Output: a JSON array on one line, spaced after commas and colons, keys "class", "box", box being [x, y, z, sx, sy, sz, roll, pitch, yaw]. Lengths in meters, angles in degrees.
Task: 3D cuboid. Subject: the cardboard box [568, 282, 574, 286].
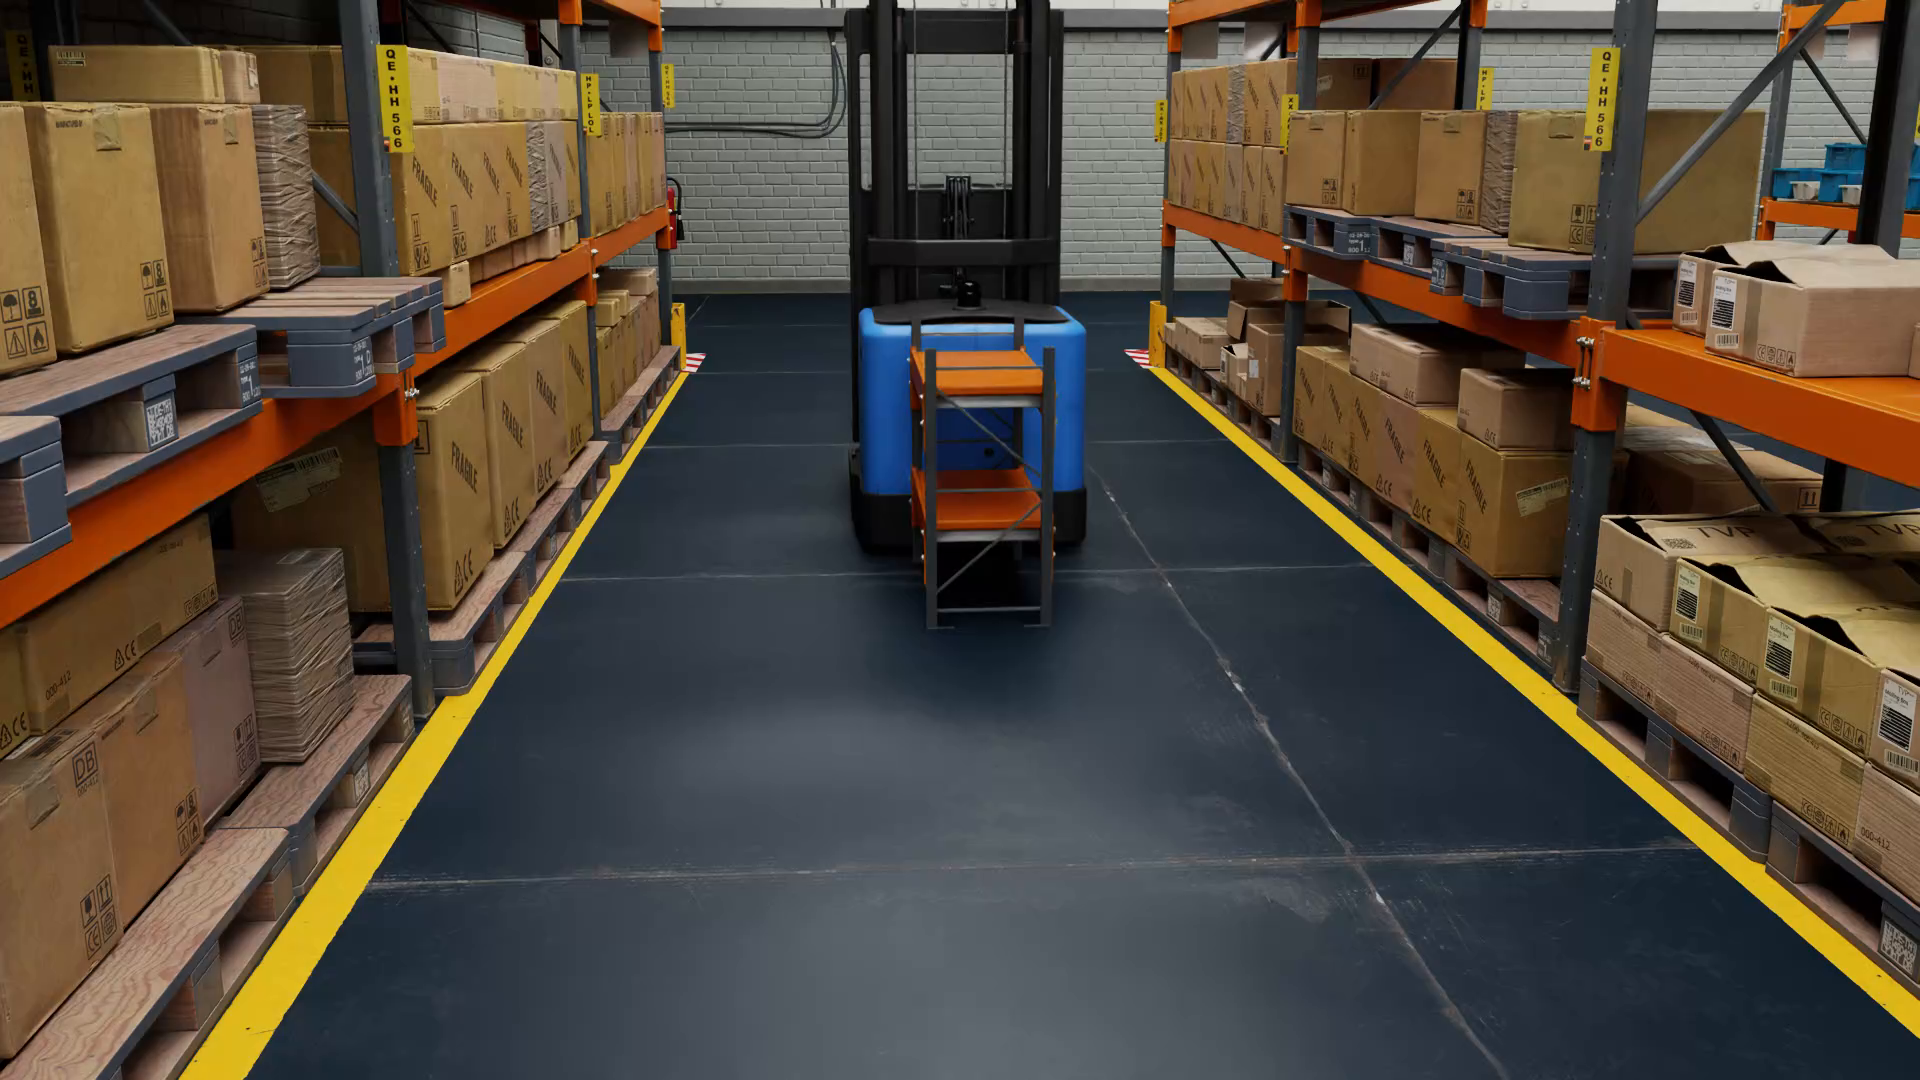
[{"class": "cardboard box", "box": [-2.788, -1.682, 11.417, 0.380, 0.149, 0.250, -1, 14, -3]}]

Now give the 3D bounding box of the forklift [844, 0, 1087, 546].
[{"class": "forklift", "box": [-0.046, -1.707, 8.780, 1.130, 2.935, 3.031, -1, 14, -4]}]

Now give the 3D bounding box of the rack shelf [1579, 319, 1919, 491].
[{"class": "rack shelf", "box": [2.759, -0.077, 3.750, 1.077, 0.370, 4.000, -1, 14, -3]}]

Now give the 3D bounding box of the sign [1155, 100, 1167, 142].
[{"class": "sign", "box": [1.598, -3.323, 13.186, 0.100, 0.325, 0.005, -1, 14, -3]}]

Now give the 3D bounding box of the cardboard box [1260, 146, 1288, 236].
[{"class": "cardboard box", "box": [2.100, -2.087, 9.915, 0.500, 0.500, 0.500, -1, 14, -3]}]

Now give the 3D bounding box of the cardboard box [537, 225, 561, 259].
[{"class": "cardboard box", "box": [-2.168, -1.456, 8.131, 0.380, 0.149, 0.250, -1, 14, -3]}]

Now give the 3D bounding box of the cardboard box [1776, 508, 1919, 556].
[{"class": "cardboard box", "box": [2.913, 0.060, 5.323, 0.500, 0.311, 0.500, -1, 14, -2]}]

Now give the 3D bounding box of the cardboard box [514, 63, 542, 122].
[{"class": "cardboard box", "box": [-2.219, -2.039, 7.590, 0.500, 0.250, 0.500, -1, 14, -2]}]

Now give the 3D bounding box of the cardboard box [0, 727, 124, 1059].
[{"class": "cardboard box", "box": [-2.197, 0.709, 3.386, 0.700, 0.500, 0.500, -1, 14, -3]}]

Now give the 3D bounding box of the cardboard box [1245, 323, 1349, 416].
[{"class": "cardboard box", "box": [2.069, -1.058, 10.250, 0.500, 0.500, 0.500, -1, 14, -3]}]

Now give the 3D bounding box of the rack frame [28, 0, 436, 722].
[{"class": "rack frame", "box": [-2.309, -0.846, 5.293, 1.000, 3.000, 0.127, -1, 14, -3]}]

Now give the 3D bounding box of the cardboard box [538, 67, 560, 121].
[{"class": "cardboard box", "box": [-2.251, -2.166, 8.083, 0.500, 0.250, 0.500, -1, 14, -2]}]

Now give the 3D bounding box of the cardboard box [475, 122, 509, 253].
[{"class": "cardboard box", "box": [-2.137, -1.426, 6.712, 0.500, 0.500, 0.500, -1, 14, -4]}]

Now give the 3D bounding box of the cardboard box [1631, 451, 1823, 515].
[{"class": "cardboard box", "box": [2.892, -0.043, 6.307, 0.500, 0.500, 0.500, 0, 14, -1]}]

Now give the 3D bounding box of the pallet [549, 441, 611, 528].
[{"class": "pallet", "box": [-2.434, -0.299, 8.765, 1.003, 0.211, 1.213, -1, 14, -3]}]

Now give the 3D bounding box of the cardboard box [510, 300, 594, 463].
[{"class": "cardboard box", "box": [-2.387, -0.843, 8.754, 0.750, 0.750, 0.750, -1, 14, -3]}]

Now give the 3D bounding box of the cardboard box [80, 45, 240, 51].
[{"class": "cardboard box", "box": [-2.596, -1.520, 5.570, 0.500, 0.250, 0.500, 0, 14, -2]}]

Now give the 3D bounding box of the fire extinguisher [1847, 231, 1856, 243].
[{"class": "fire extinguisher", "box": [7.528, -2.815, 13.849, 0.296, 0.674, 0.183, -1, 14, -3]}]

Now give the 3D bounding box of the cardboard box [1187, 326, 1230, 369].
[{"class": "cardboard box", "box": [1.952, -1.406, 12.105, 0.500, 0.250, 0.500, -1, 14, -3]}]

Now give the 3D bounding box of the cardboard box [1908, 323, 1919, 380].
[{"class": "cardboard box", "box": [2.770, -0.485, 4.396, 0.380, 0.149, 0.250, 0, 14, 1]}]

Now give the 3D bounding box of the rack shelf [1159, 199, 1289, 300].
[{"class": "rack shelf", "box": [2.263, -2.067, 11.483, 1.077, 0.370, 4.000, -1, 14, -3]}]

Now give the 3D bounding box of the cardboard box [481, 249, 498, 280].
[{"class": "cardboard box", "box": [-2.204, -1.200, 7.136, 0.380, 0.149, 0.250, -1, 14, -3]}]

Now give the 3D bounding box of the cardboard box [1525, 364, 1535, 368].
[{"class": "cardboard box", "box": [2.726, -0.679, 8.779, 0.500, 0.500, 0.500, -1, 14, -3]}]

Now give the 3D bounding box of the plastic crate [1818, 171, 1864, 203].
[{"class": "plastic crate", "box": [6.811, -2.706, 12.739, 0.416, 0.233, 0.300, -1, 14, -3]}]

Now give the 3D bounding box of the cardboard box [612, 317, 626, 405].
[{"class": "cardboard box", "box": [-2.529, -1.146, 10.633, 0.700, 0.500, 0.500, -1, 14, -4]}]

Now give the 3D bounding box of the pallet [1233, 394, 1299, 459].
[{"class": "pallet", "box": [2.346, -0.738, 10.471, 1.003, 0.211, 1.213, -1, 14, -3]}]

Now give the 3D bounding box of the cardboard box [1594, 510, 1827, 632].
[{"class": "cardboard box", "box": [2.374, 0.069, 5.290, 0.500, 0.311, 0.500, 0, 14, -2]}]

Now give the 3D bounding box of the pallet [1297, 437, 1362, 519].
[{"class": "pallet", "box": [2.475, -0.365, 9.024, 1.003, 0.211, 1.213, -1, 14, -3]}]

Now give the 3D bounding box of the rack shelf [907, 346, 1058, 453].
[{"class": "rack shelf", "box": [0.075, -0.602, 6.934, 0.538, 0.278, 1.000, -1, 14, -4]}]

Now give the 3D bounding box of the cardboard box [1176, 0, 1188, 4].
[{"class": "cardboard box", "box": [1.917, -4.161, 12.460, 0.500, 0.250, 0.500, -1, 14, -3]}]

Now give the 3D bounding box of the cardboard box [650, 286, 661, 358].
[{"class": "cardboard box", "box": [-2.661, -1.655, 12.614, 0.700, 0.500, 0.500, -1, 14, -3]}]

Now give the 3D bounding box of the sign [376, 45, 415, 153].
[{"class": "sign", "box": [-1.768, -1.379, 5.200, 0.100, 0.325, 0.005, -1, 14, -3]}]

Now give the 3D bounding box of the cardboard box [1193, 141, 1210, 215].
[{"class": "cardboard box", "box": [1.969, -2.593, 11.886, 0.500, 0.500, 0.500, -1, 14, -4]}]

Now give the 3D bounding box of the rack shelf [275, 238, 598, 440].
[{"class": "rack shelf", "box": [-2.433, -0.995, 7.316, 1.077, 0.370, 4.000, -1, 14, -3]}]

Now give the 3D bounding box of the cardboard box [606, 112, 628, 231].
[{"class": "cardboard box", "box": [-2.614, -2.302, 10.353, 0.980, 0.700, 0.700, -1, 14, -5]}]

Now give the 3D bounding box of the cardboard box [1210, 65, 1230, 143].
[{"class": "cardboard box", "box": [2.002, -2.950, 11.265, 0.500, 0.500, 0.500, -1, 14, -4]}]

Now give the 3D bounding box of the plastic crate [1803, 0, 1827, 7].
[{"class": "plastic crate", "box": [6.829, -4.277, 12.874, 0.497, 0.269, 0.590, -1, 14, -3]}]

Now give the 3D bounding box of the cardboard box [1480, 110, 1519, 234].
[{"class": "cardboard box", "box": [2.617, -1.560, 7.026, 0.700, 0.500, 0.500, 2, 15, 7]}]

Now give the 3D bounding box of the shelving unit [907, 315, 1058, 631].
[{"class": "shelving unit", "box": [0.075, -0.319, 7.007, 0.538, 1.125, 1.048, -1, 14, -4]}]

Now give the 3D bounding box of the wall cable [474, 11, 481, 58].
[{"class": "wall cable", "box": [-3.828, -3.631, 14.080, 0.084, 1.984, 1.851, -1, 14, -3]}]

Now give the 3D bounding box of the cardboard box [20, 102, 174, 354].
[{"class": "cardboard box", "box": [-2.171, -0.681, 3.569, 0.700, 0.500, 0.500, -1, 14, -3]}]

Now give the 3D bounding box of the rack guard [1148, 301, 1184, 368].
[{"class": "rack guard", "box": [2.144, -1.683, 13.564, 1.175, 0.500, 0.348, -1, 14, -3]}]

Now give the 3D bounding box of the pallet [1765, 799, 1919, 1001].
[{"class": "pallet", "box": [2.720, 0.936, 3.967, 1.003, 0.211, 1.213, -1, 14, -3]}]

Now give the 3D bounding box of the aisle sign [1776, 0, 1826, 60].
[{"class": "aisle sign", "box": [6.782, -4.260, 13.348, 0.394, 0.787, 0.004, -1, 14, -3]}]

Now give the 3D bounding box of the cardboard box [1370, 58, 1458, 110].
[{"class": "cardboard box", "box": [2.639, -2.572, 9.795, 0.500, 0.500, 0.500, -1, 14, -2]}]

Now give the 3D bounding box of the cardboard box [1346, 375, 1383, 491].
[{"class": "cardboard box", "box": [2.241, -0.539, 8.236, 0.500, 0.500, 0.500, -1, 14, -3]}]

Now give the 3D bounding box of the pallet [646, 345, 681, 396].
[{"class": "pallet", "box": [-2.677, -1.287, 12.605, 1.003, 0.211, 1.213, -1, 14, -3]}]

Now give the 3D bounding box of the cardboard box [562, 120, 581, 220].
[{"class": "cardboard box", "box": [-2.277, -1.932, 8.676, 0.500, 0.500, 0.500, -1, 14, -4]}]

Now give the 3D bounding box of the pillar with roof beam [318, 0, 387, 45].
[{"class": "pillar with roof beam", "box": [0.833, -4.973, 9.295, 9.100, 9.000, 0.400, -1, 14, -3]}]

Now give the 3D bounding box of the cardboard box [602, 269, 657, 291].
[{"class": "cardboard box", "box": [-2.472, -1.940, 12.420, 0.380, 0.149, 0.250, -1, 14, -4]}]

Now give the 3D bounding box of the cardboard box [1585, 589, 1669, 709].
[{"class": "cardboard box", "box": [2.374, 0.340, 5.360, 0.500, 0.250, 0.500, -1, 14, -4]}]
